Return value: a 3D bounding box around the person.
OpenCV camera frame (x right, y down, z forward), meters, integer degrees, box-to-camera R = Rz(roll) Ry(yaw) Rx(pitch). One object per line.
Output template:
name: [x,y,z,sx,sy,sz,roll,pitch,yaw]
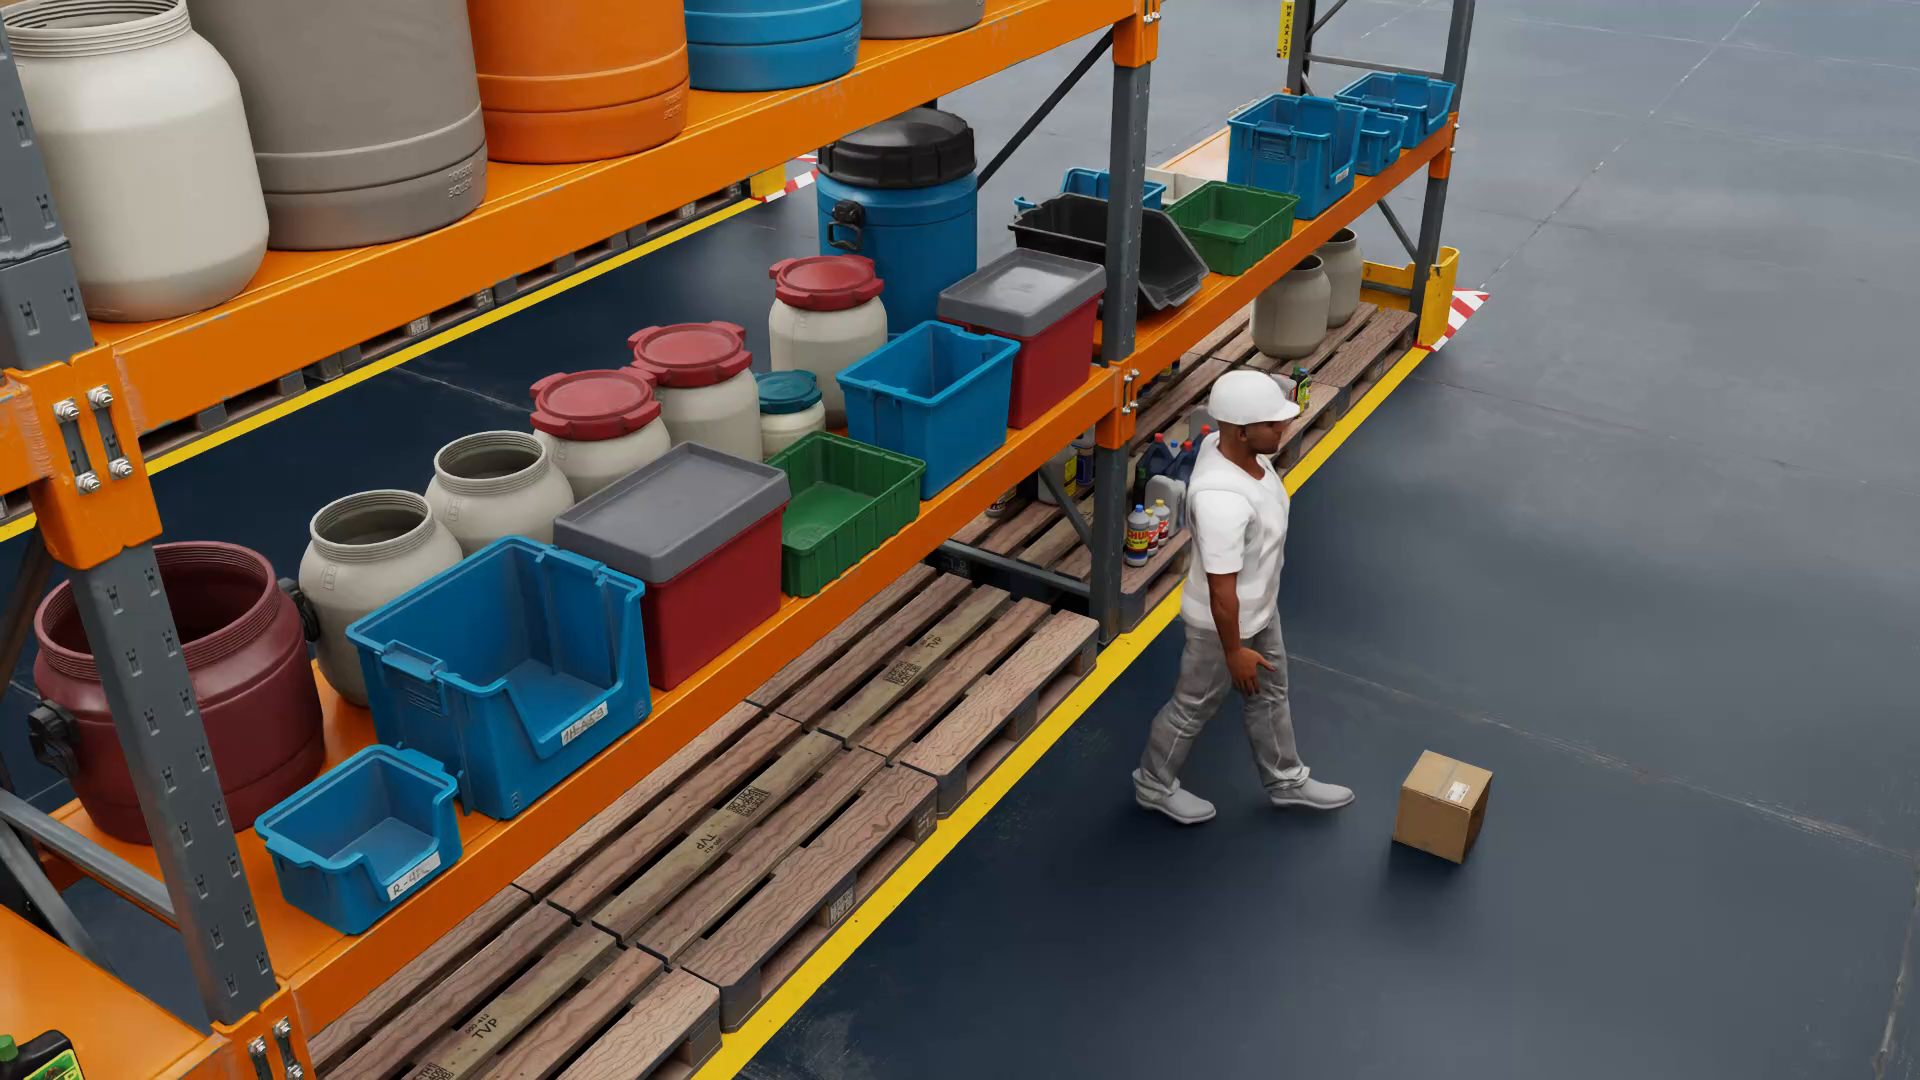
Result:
person: [1.023,0.246,5.668,0.796,1.747,0.580,10,32,16]
